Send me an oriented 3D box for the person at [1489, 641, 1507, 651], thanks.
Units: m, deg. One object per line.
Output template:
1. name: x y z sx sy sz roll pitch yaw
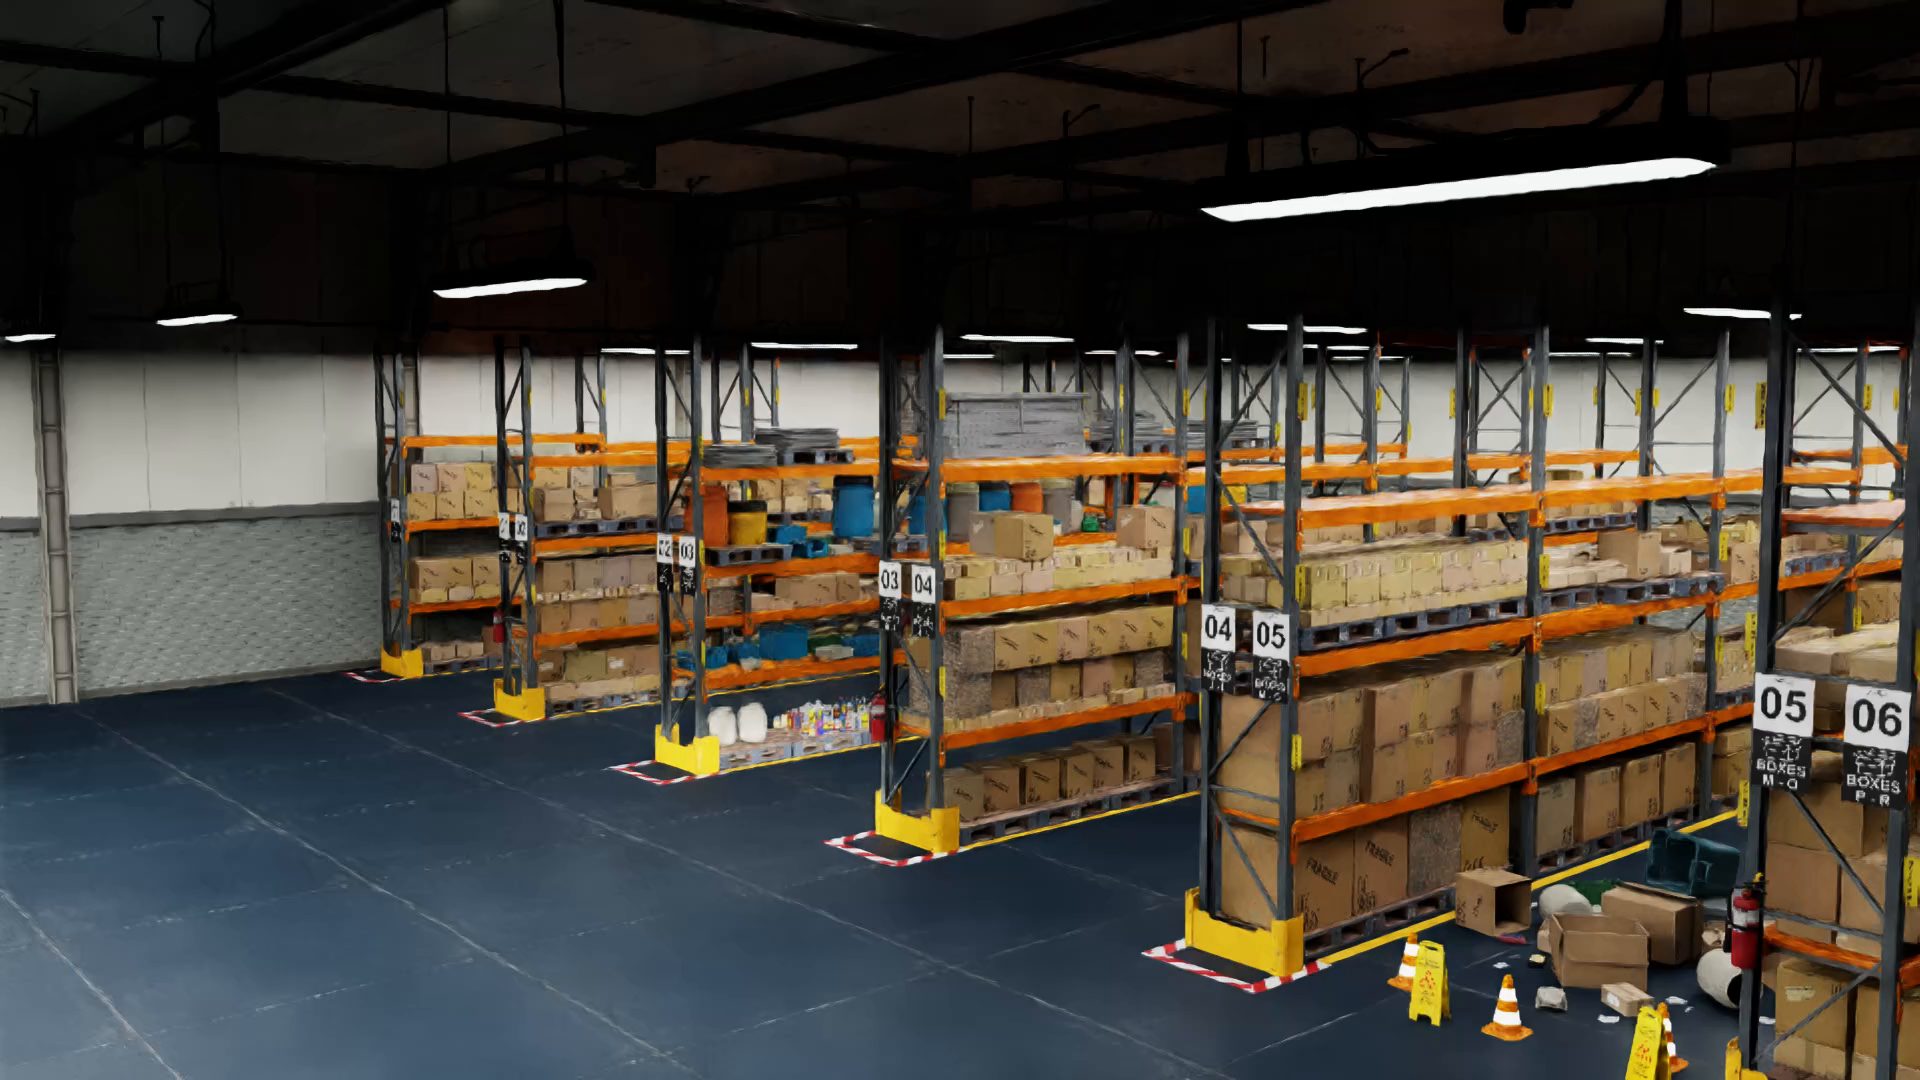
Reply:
1. person: 7.640 2.201 23.660 1.086 1.589 0.495 -4 7 -38
